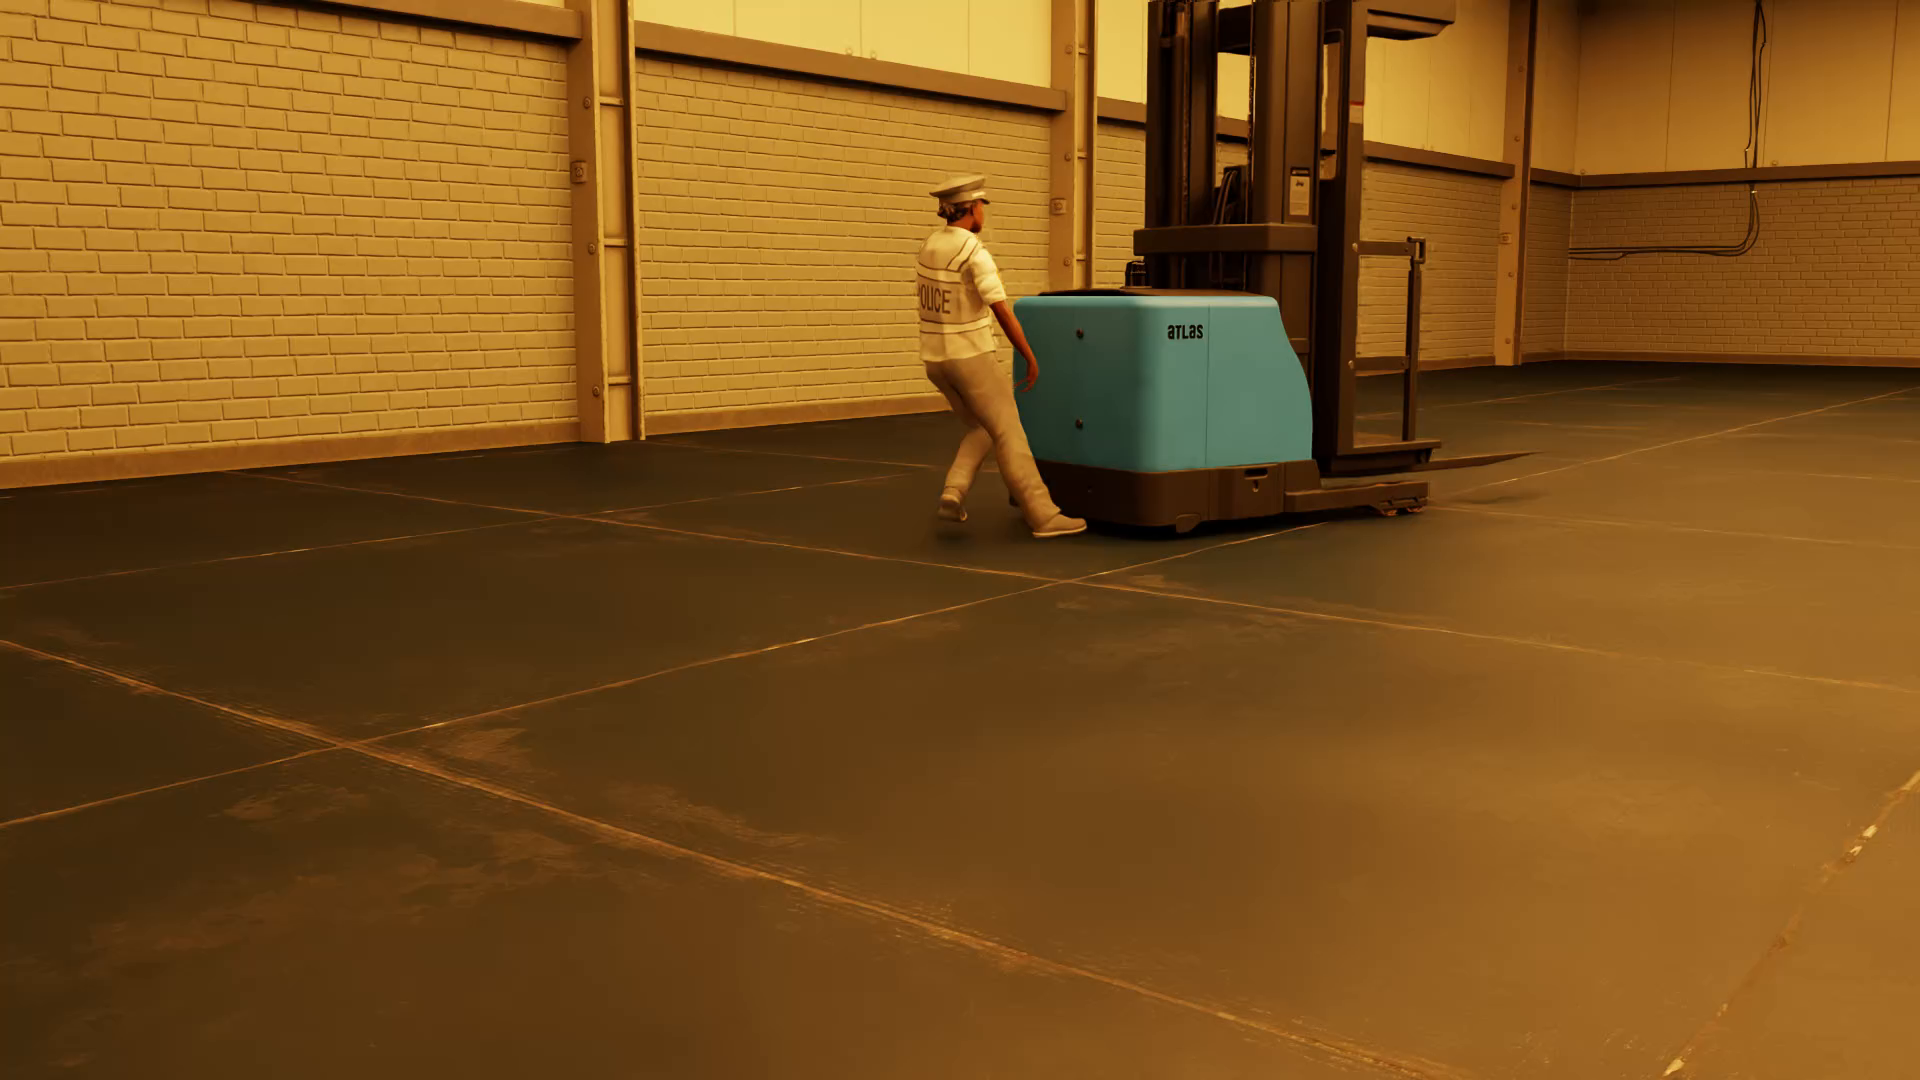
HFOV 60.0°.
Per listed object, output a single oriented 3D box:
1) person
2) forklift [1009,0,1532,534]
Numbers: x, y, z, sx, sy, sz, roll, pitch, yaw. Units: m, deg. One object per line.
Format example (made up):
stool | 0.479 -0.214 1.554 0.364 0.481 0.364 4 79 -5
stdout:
person | 0.160 -0.832 7.530 0.669 1.604 0.630 -5 10 -32
forklift | 1.729 -1.621 8.359 3.031 2.935 1.130 -6 10 -35
